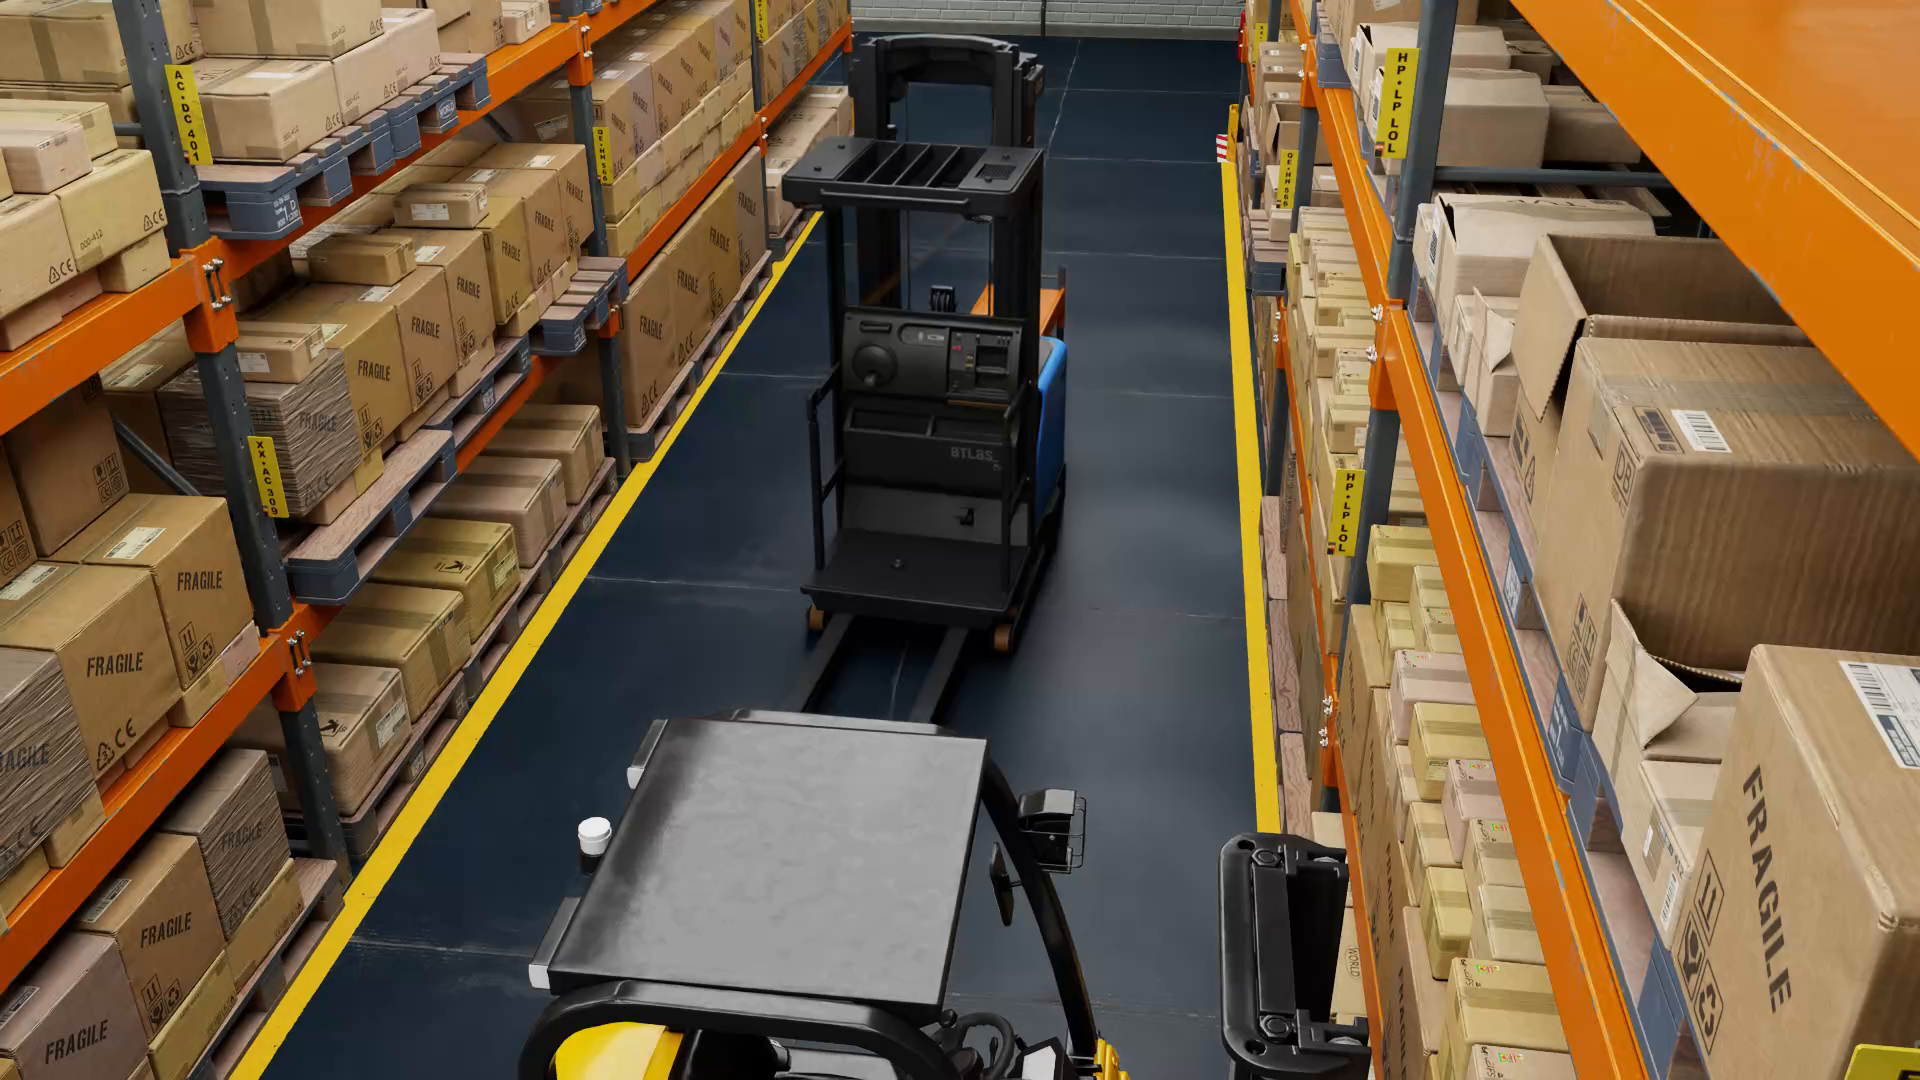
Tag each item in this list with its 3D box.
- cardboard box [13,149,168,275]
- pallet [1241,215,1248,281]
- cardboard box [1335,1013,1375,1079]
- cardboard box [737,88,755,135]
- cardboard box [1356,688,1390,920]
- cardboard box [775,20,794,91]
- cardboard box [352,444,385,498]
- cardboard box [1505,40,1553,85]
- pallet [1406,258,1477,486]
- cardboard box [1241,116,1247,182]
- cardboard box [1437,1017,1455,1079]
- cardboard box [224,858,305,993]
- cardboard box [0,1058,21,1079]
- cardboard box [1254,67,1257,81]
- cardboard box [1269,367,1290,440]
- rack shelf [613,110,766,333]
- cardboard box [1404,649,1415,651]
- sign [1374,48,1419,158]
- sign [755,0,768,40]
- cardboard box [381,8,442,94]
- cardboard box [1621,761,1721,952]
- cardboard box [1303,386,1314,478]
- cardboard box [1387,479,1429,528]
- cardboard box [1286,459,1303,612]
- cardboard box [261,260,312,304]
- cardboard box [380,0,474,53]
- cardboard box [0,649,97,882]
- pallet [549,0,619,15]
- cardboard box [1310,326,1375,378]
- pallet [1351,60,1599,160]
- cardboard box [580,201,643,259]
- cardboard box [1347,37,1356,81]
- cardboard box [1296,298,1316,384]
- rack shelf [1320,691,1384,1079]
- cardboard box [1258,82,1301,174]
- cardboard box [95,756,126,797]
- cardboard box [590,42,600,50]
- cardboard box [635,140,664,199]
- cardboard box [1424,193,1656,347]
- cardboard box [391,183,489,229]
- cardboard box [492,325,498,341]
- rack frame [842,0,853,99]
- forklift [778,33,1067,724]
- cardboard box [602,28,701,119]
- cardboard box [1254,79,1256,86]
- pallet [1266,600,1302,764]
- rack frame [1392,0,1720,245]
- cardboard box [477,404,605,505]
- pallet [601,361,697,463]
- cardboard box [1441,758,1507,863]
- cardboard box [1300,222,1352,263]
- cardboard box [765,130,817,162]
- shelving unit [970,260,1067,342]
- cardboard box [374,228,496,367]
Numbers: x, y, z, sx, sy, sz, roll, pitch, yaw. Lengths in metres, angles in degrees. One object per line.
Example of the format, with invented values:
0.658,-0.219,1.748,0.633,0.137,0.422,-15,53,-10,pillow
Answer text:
-2.867,-1.037,5.195,0.500,0.250,0.500,3,28,6,cardboard box
2.912,-2.451,14.077,1.003,0.211,1.213,3,28,6,pallet
1.354,1.680,4.870,0.500,0.250,0.500,4,29,8,cardboard box
-1.905,-3.350,12.964,0.500,0.250,0.500,3,28,5,cardboard box
1.486,0.806,4.985,0.500,0.500,0.500,4,29,7,cardboard box
-1.717,-4.128,14.145,0.500,0.500,0.500,4,29,7,cardboard box
-2.659,-0.309,6.983,0.380,0.149,0.250,4,29,7,cardboard box
2.152,-1.912,6.672,0.380,0.166,0.250,3,28,6,cardboard box
1.768,-0.468,4.387,1.003,0.211,1.213,3,28,6,pallet
3.005,-3.640,15.536,0.700,0.500,0.500,4,29,8,cardboard box
1.254,1.179,3.609,0.380,0.149,0.250,4,29,7,cardboard box
-2.886,1.443,6.364,0.500,0.250,0.500,5,29,9,cardboard box
-3.065,1.845,4.828,0.500,0.500,0.500,4,29,7,cardboard box
2.694,-3.911,13.691,0.500,0.250,0.500,3,29,6,cardboard box
2.175,-0.768,10.206,0.500,0.500,0.500,4,29,8,cardboard box
-2.345,-2.384,11.770,1.077,0.370,4.000,3,28,6,rack shelf
1.512,0.462,4.940,0.380,0.149,0.250,3,28,6,cardboard box
1.307,-1.303,4.967,0.100,0.325,0.005,3,28,6,sign
-1.560,-4.090,13.041,0.100,0.325,0.005,3,28,6,sign
-2.510,-2.044,6.935,0.500,0.250,0.500,3,28,6,cardboard box
1.157,0.447,2.312,0.380,0.149,0.250,3,28,5,cardboard box
1.852,-0.488,7.652,0.500,0.250,0.500,4,29,8,cardboard box
1.668,-0.093,5.970,0.380,0.149,0.250,4,29,8,cardboard box
2.175,-0.011,8.669,0.875,0.625,0.625,4,29,8,cardboard box
-3.123,-0.943,7.476,0.500,0.500,0.500,4,29,8,cardboard box
-2.749,-2.405,7.781,0.797,0.503,0.637,3,28,6,cardboard box
-3.003,0.660,4.944,0.500,0.500,0.500,4,29,8,cardboard box
-2.564,-3.303,9.754,1.213,0.211,1.003,5,29,9,pallet
1.751,-0.825,7.330,0.380,0.149,0.250,3,28,5,cardboard box
2.208,-1.858,7.074,1.003,0.211,1.213,5,29,9,pallet
-2.280,-1.909,10.288,0.500,0.250,0.500,3,28,5,cardboard box
1.775,-1.927,6.718,0.380,0.149,0.250,3,28,6,cardboard box
1.895,-0.951,7.983,0.500,0.250,0.500,3,28,5,cardboard box
1.602,1.669,4.248,1.077,0.370,4.000,3,28,6,rack shelf
2.386,-2.756,11.155,0.700,0.500,0.500,3,28,6,cardboard box
-2.994,0.756,5.449,0.380,0.149,0.250,3,28,5,cardboard box
-2.664,-2.977,10.954,0.500,0.500,0.500,3,28,6,cardboard box
-2.218,-2.380,10.637,0.500,0.250,0.500,4,29,7,cardboard box
1.503,-0.722,4.311,0.500,0.311,0.500,4,29,7,cardboard box
-2.510,-1.618,8.045,0.380,0.149,0.250,2,28,4,cardboard box
-2.558,-1.054,8.367,0.380,0.149,0.250,4,29,7,cardboard box
-1.610,-5.525,16.842,1.000,3.000,0.127,3,28,6,rack frame
-0.192,-0.894,8.319,1.130,2.935,3.031,6,29,11,forklift
-2.092,-3.175,11.321,0.500,0.500,0.500,4,29,7,cardboard box
2.696,-3.901,14.093,0.380,0.149,0.250,3,28,5,cardboard box
2.045,0.713,8.204,1.003,0.211,1.213,3,28,6,pallet
1.847,-2.231,4.402,1.000,3.000,0.127,3,28,6,rack frame
-2.669,-0.522,9.883,0.950,0.372,0.625,1,28,3,cardboard box
-2.419,-0.898,11.194,1.003,0.211,1.213,3,28,6,pallet
1.434,0.694,4.197,0.380,0.149,0.250,3,28,6,cardboard box
1.974,-1.543,8.663,0.380,0.149,0.250,4,29,7,cardboard box
-1.807,-3.409,15.175,0.875,0.438,0.875,3,28,5,cardboard box
0.317,-1.043,10.500,0.538,1.125,1.048,6,29,11,shelving unit
-2.551,-1.150,7.860,0.500,0.500,0.500,2,28,4,cardboard box
